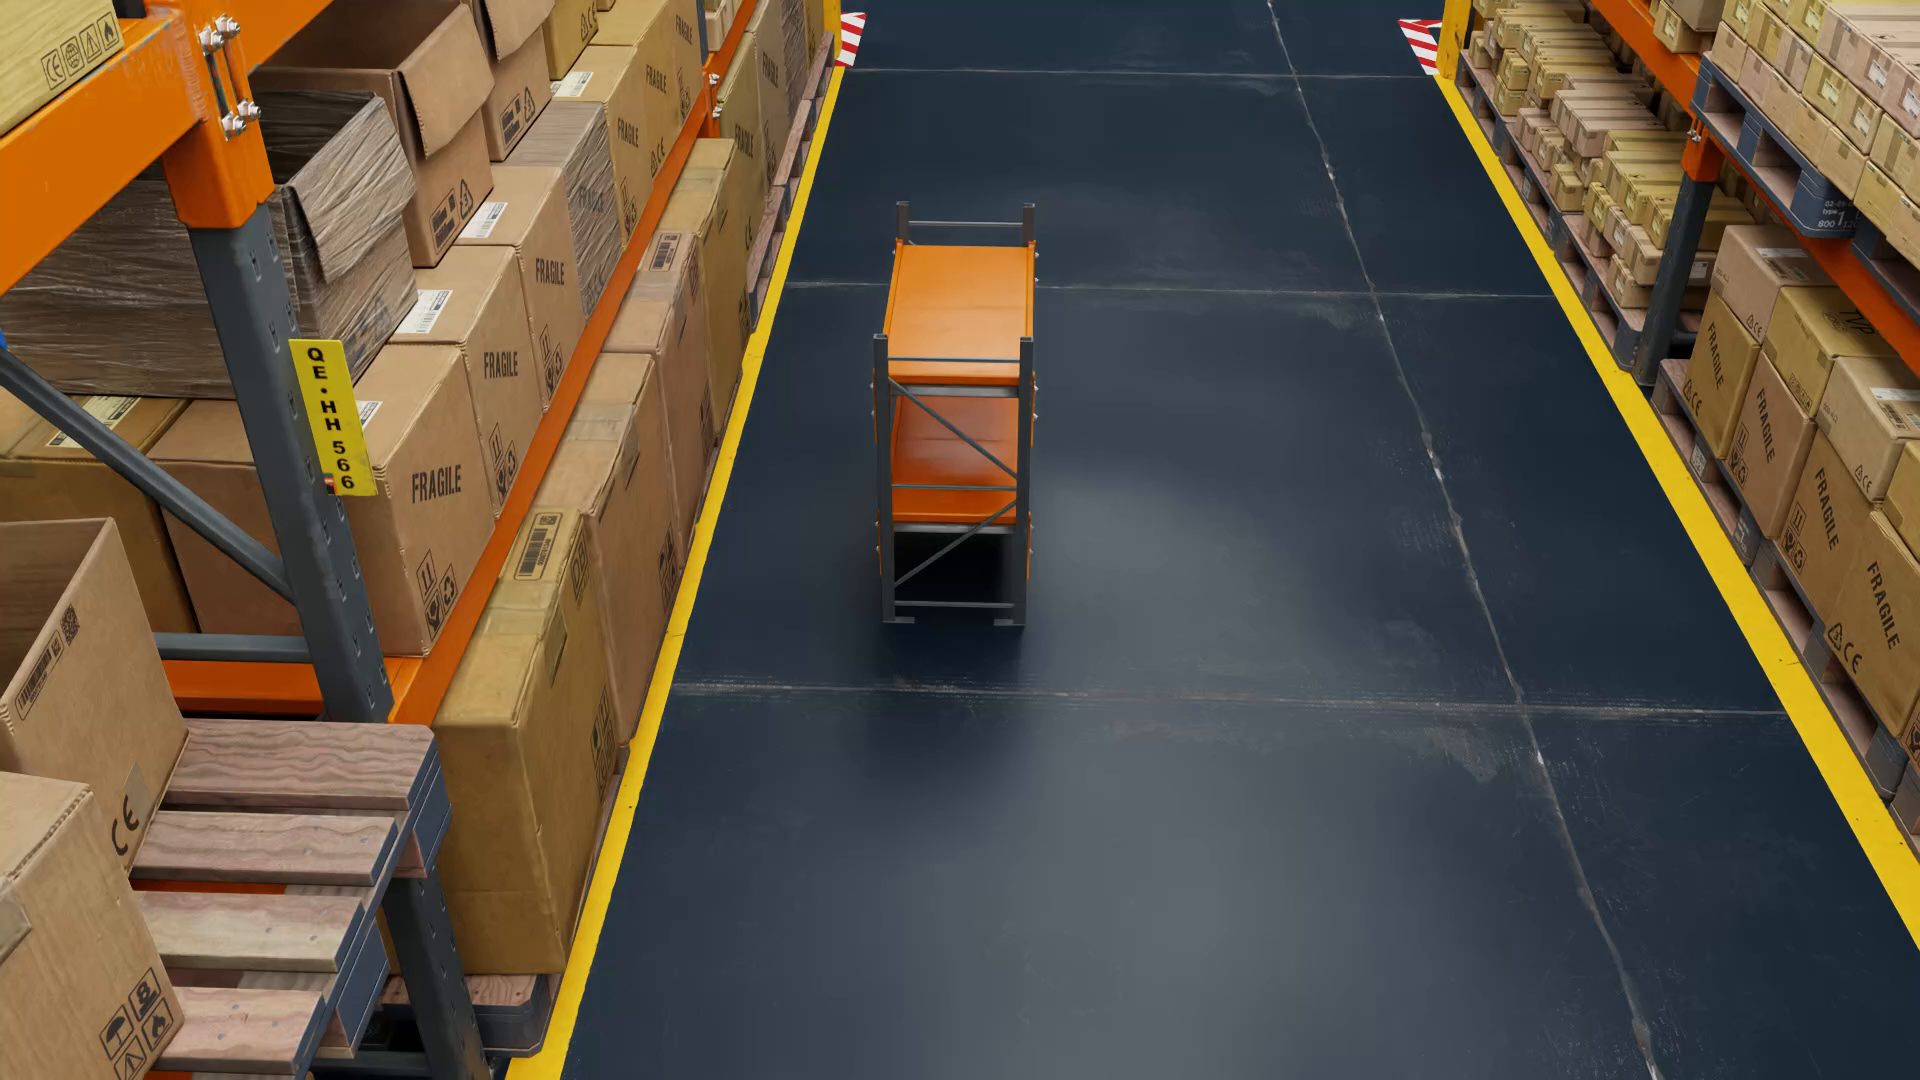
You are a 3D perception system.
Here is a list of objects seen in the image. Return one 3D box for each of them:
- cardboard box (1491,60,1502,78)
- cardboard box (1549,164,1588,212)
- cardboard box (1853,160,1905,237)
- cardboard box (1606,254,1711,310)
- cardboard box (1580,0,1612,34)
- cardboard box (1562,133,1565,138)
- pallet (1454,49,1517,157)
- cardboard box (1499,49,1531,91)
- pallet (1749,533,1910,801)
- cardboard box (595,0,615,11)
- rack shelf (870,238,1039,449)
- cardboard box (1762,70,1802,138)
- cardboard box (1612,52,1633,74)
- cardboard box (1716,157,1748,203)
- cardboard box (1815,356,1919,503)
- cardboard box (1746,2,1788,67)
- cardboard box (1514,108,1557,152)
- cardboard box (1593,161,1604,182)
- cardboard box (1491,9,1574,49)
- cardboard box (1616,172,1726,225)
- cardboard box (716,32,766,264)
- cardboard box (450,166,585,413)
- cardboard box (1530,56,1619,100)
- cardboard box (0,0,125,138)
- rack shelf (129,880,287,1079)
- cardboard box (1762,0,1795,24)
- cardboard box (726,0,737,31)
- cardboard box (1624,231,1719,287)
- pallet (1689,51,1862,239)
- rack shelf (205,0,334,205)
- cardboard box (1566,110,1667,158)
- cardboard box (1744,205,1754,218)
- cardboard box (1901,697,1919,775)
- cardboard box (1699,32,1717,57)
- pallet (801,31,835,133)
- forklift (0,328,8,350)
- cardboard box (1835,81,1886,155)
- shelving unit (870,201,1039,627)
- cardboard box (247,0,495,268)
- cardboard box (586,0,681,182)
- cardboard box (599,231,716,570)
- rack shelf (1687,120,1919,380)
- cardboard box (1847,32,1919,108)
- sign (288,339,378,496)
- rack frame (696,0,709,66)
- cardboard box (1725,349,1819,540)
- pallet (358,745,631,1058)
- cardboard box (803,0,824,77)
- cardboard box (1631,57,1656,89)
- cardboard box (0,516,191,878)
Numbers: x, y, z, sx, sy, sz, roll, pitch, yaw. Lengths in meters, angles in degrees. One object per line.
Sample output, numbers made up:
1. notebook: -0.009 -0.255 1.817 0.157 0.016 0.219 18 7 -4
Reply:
1. cardboard box: 3.325 -2.766 9.692 0.380 0.149 0.250 1 35 2
2. cardboard box: 3.150 -1.742 8.234 0.380 0.149 0.250 1 35 2
3. cardboard box: 2.911 -1.012 4.934 0.380 0.149 0.250 1 35 1
4. cardboard box: 3.109 -1.147 7.388 0.380 0.149 0.250 2 35 2
5. cardboard box: 3.759 -3.003 9.510 0.380 0.149 0.250 2 35 3
6. cardboard box: 3.303 -2.129 8.526 0.380 0.149 0.250 3 35 4
7. pallet: 3.523 -2.556 9.704 1.003 0.211 1.213 1 35 2
8. cardboard box: 3.209 -2.595 9.190 0.380 0.149 0.250 2 35 3
9. pallet: 3.358 0.382 5.522 1.003 0.211 1.213 1 35 2
10. cardboard box: -1.536 -2.165 5.763 0.797 0.503 0.637 0 35 1
11. rack shelf: 0.000 -0.704 5.764 0.538 0.278 1.000 1 35 2
12. cardboard box: 2.939 -1.459 5.571 0.380 0.149 0.250 2 35 2
13. cardboard box: 3.726 -2.573 9.159 0.380 0.149 0.250 1 35 1
14. cardboard box: 3.686 -1.654 7.591 0.380 0.149 0.250 1 35 1
15. cardboard box: 3.096 -0.347 5.292 0.500 0.250 0.500 3 35 4
16. cardboard box: 2.950 -1.735 5.704 0.380 0.149 0.250 1 35 1
17. cardboard box: 3.190 -2.189 8.871 0.380 0.149 0.250 0 35 0
18. cardboard box: 3.228 -1.676 7.882 0.380 0.149 0.250 2 35 2
19. cardboard box: 3.205 -2.860 9.307 0.380 0.149 0.250 1 35 2
20. cardboard box: 3.158 -1.516 7.395 0.380 0.149 0.250 2 35 2
21. cardboard box: -1.412 -1.761 7.630 0.875 0.875 0.875 1 35 2
22. cardboard box: -1.352 -0.688 4.533 0.500 0.500 0.500 1 35 1
23. cardboard box: 3.201 -2.406 8.661 0.380 0.149 0.250 2 35 3
24. cardboard box: -1.453 -0.670 2.117 0.500 0.250 0.500 1 35 2
25. rack shelf: -1.759 1.660 1.905 1.077 0.370 4.000 1 35 2
26. cardboard box: 2.953 -1.845 5.602 0.380 0.149 0.250 2 35 3
27. cardboard box: -1.164 -2.292 7.121 0.380 0.149 0.250 0 35 0
28. cardboard box: 3.129 -1.224 7.239 0.380 0.149 0.250 2 35 3
29. pallet: 3.258 -1.394 5.792 1.003 0.211 1.213 1 35 2
30. rack shelf: -1.599 -1.865 4.312 1.077 0.370 4.000 1 35 2
31. cardboard box: 3.168 -1.964 8.032 0.380 0.149 0.250 0 35 0
32. cardboard box: 3.688 -1.384 7.466 0.380 0.149 0.250 2 35 2
33. cardboard box: 3.063 0.558 4.656 0.500 0.500 0.500 3 35 4
34. cardboard box: 3.211 -1.975 6.671 0.380 0.149 0.250 1 35 1
35. pallet: -1.312 -2.777 10.018 1.003 0.211 1.213 1 35 2
36. forklift: -4.132 -1.215 5.430 3.031 2.935 1.130 -7 36 -10
37. cardboard box: 2.921 -1.282 5.060 0.380 0.149 0.250 3 35 4
38. shelving unit: 0.000 -0.464 5.932 0.538 1.125 1.048 1 35 2
39. cardboard box: -1.604 -1.029 4.145 0.797 0.503 0.637 2 35 3
40. cardboard box: -1.291 -1.563 5.778 0.500 0.500 0.500 2 35 3
41. cardboard box: -1.559 -0.502 5.839 1.225 0.875 0.875 0 35 0
42. rack shelf: 3.353 -0.465 4.929 1.077 0.370 4.000 1 35 2
43. cardboard box: 2.918 -1.407 4.980 0.380 0.149 0.250 1 35 1
44. sign: -1.136 -0.217 3.012 0.100 0.325 0.005 1 35 2
45. rack frame: -1.518 -2.081 6.603 1.000 3.000 0.127 1 35 2
46. cardboard box: 3.119 -0.335 5.927 0.500 0.500 0.500 3 35 4
47. pallet: -1.572 0.906 4.777 1.003 0.211 1.213 1 35 2
48. cardboard box: -1.303 -3.312 9.837 0.875 0.875 0.875 1 35 2
49. cardboard box: 3.725 -2.399 8.652 0.380 0.149 0.250 0 35 0
50. cardboard box: -1.661 0.315 2.741 0.500 0.500 0.500 -3 35 -4
